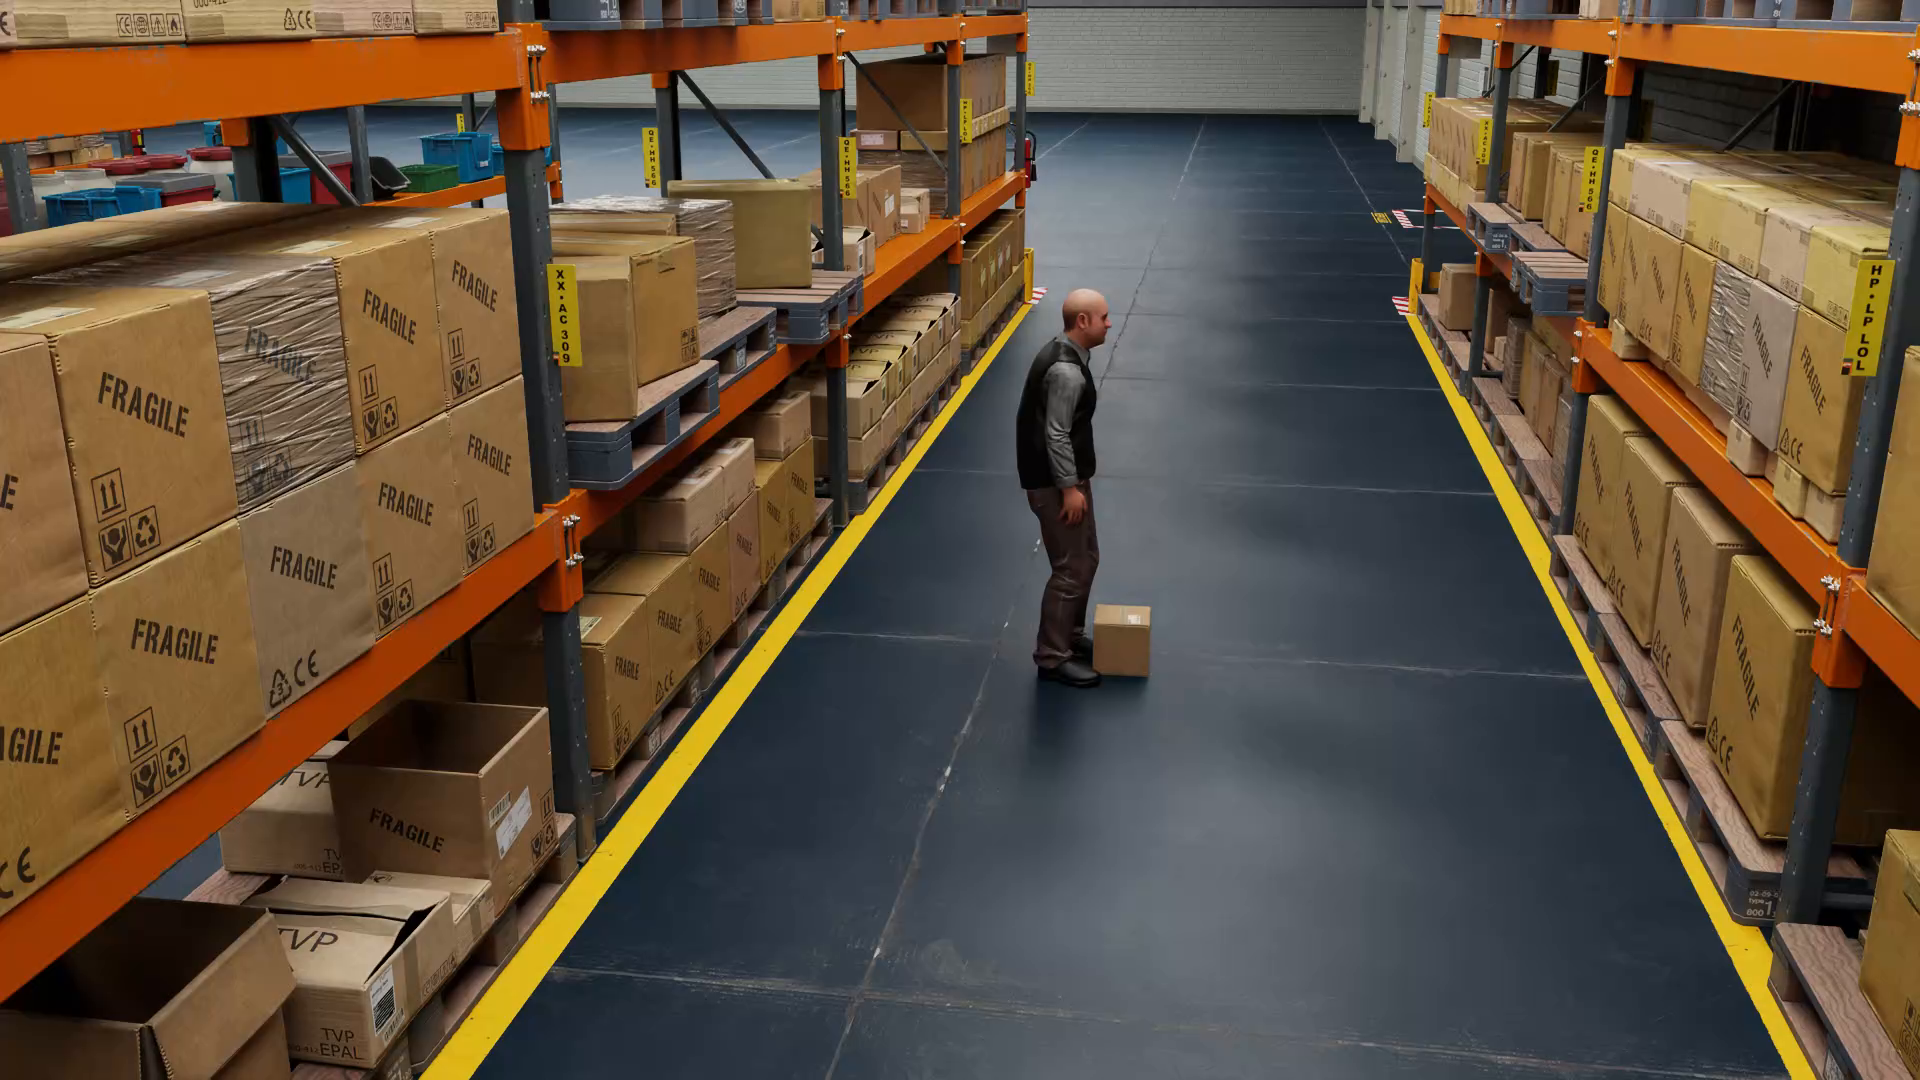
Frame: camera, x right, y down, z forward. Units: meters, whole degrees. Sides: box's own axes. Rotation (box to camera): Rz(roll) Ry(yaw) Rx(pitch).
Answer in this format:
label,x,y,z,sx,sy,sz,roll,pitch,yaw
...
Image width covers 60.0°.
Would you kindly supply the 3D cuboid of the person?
label,x,y,z,sx,sy,sz,roll,pitch,yaw
person,0.482,-0.254,7.386,0.475,1.720,0.587,2,18,6
